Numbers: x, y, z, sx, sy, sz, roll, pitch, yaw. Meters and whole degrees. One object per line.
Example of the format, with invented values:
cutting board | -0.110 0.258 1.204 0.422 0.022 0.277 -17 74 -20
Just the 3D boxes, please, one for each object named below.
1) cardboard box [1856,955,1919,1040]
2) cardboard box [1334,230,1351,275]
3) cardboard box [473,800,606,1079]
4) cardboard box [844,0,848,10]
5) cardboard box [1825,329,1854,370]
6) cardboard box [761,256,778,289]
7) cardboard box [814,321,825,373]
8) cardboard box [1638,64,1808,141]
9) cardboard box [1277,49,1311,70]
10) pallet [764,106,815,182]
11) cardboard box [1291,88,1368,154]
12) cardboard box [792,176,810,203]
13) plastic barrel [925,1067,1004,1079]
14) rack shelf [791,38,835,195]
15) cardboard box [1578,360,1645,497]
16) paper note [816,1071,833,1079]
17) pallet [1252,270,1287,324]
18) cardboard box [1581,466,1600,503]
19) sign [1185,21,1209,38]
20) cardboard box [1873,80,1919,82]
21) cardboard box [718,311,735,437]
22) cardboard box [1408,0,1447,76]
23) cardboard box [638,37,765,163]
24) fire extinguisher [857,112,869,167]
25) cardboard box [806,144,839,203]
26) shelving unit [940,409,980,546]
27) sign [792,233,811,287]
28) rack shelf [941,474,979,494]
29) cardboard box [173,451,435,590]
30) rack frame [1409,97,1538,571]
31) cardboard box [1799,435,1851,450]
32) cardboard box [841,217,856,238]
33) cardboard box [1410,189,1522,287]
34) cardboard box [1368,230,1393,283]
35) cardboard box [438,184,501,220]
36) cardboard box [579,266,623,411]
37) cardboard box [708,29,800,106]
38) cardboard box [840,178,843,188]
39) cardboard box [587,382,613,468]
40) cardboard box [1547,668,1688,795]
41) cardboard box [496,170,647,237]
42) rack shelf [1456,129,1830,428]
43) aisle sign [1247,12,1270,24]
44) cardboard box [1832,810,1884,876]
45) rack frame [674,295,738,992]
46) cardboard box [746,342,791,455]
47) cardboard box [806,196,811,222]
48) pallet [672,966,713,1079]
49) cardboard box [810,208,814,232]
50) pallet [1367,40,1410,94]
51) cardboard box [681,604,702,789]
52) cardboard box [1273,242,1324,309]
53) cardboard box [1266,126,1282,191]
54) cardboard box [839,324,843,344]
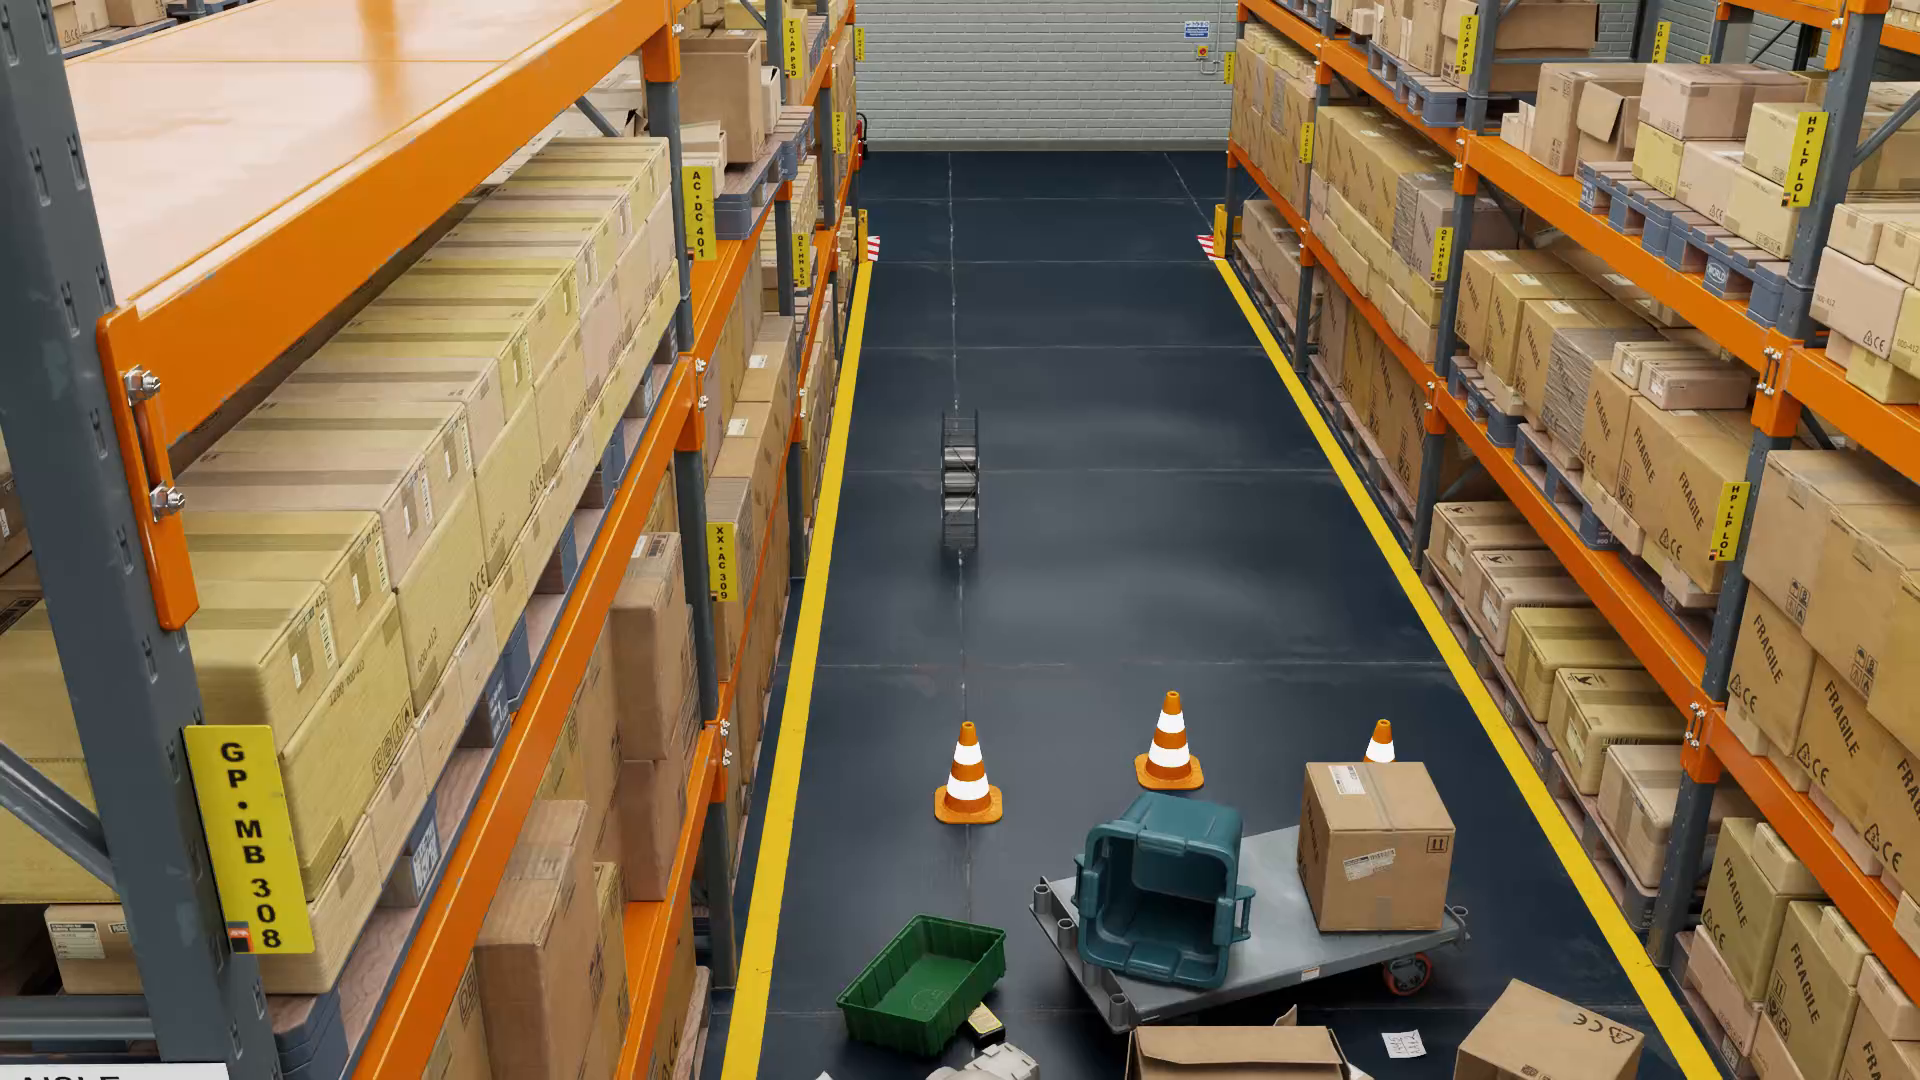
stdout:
cardboard box | 3.187 1.497 5.429 0.380 0.149 0.250 1 24 2
cardboard box | 3.146 -2.167 12.583 0.500 0.250 0.500 0 24 -1
cardboard box | -1.343 0.995 3.917 0.875 0.550 0.550 0 24 -1
cardboard box | -1.284 -4.905 14.997 0.500 0.250 0.500 1 24 2
cardboard box | 3.251 -0.667 5.750 0.380 0.149 0.250 -1 24 -1
cardboard box | -1.308 -1.671 10.378 0.380 0.149 0.250 0 24 0
cardboard box | -1.267 -1.437 12.401 0.500 0.250 0.500 -1 24 -3
cardboard box | 3.329 -1.922 7.285 0.500 0.250 0.500 0 24 0
cardboard box | 3.118 -4.393 15.200 0.380 0.149 0.250 0 24 -1
pallet | -1.437 -2.146 8.943 1.213 0.211 1.003 1 24 2
cardboard box | 3.127 -3.536 14.095 0.500 0.500 0.500 0 24 -1
cardboard box | -1.333 -2.636 12.512 0.380 0.149 0.250 0 24 -1
plastic barrel | 0.093 2.153 5.977 0.512 0.421 0.421 19 30 35
rack shelf | -1.519 -2.993 11.461 1.077 0.370 4.000 0 24 -1
cardboard box | 3.255 -0.524 7.778 0.500 0.500 0.500 1 24 1
paper note | -0.540 2.144 6.472 0.147 0.020 0.142 -19 31 -36
pallet | 3.462 -2.389 16.277 1.003 0.211 1.213 0 24 -1
cardboard box | 3.217 -0.254 7.966 0.380 0.149 0.250 0 24 -1
sign | 3.231 -6.962 22.675 0.327 0.218 0.001 0 24 -1
cardboard box | 8.621 -3.890 15.121 0.500 0.500 0.500 -1 24 -2
cardboard box | -1.481 -0.816 8.079 0.700 0.500 0.500 0 24 -1
cardboard box | 3.251 -3.205 10.425 0.700 0.500 0.500 -1 24 -3
cardboard box | -1.198 -2.064 7.782 0.500 0.500 0.500 0 24 -1
fire extinguisher | -1.125 -4.327 17.724 0.296 0.674 0.183 0 24 -1
cardboard box | -1.294 -3.165 14.125 0.500 0.500 0.500 -1 24 -2
shelving unit | 0.000 -0.413 11.072 0.258 0.900 0.210 0 24 -1
sign | -0.942 -1.661 9.878 0.100 0.325 0.005 0 24 -1
rack shelf | 0.000 -0.383 11.086 0.258 0.077 0.200 0 24 -1
cardboard box | -1.100 -0.034 2.751 0.380 0.149 0.250 -1 24 -1
rack frame | 3.452 -1.194 10.250 1.000 3.000 0.127 0 24 -1
cardboard box | 3.777 -0.113 6.867 0.500 0.500 0.500 0 24 1
cardboard box | -1.250 -3.163 16.832 0.380 0.149 0.250 -1 24 -2
cardboard box | 3.185 -1.907 10.492 0.500 0.500 0.500 -1 24 -2
cardboard box | 3.157 -1.974 11.550 0.500 0.250 0.500 -1 24 -2
cardboard box | -1.728 -0.950 5.260 0.500 0.250 0.500 0 24 0
cardboard box | -1.182 -0.536 4.346 0.500 0.250 0.500 0 24 -1
cardboard box | -1.237 -2.779 9.993 0.500 0.500 0.500 0 24 -1
cardboard box | -1.279 -3.324 15.265 0.380 0.149 0.250 1 24 2
cardboard box | -1.114 -0.297 4.301 0.380 0.149 0.250 0 24 -1
cardboard box | 3.476 0.948 8.193 0.950 0.372 0.625 1 24 3
cardboard box | -1.126 -0.977 4.837 0.380 0.149 0.250 0 24 -1
rack shelf | 3.474 -1.409 7.958 1.077 0.370 4.000 0 24 -1
aisle sign | 3.074 -5.703 17.065 0.394 0.787 0.004 0 24 -1
cardboard box | 3.234 1.015 5.670 0.380 0.149 0.250 0 24 1
rack frame | -1.453 0.518 6.464 1.000 3.000 0.127 0 24 -1
cardboard box | -1.219 -0.786 9.226 0.500 0.500 0.500 0 24 -1
cardboard box | -1.327 -2.504 12.581 0.380 0.149 0.250 -1 24 -2
pallet | -1.523 2.102 6.345 1.003 0.211 1.213 0 24 -1
cardboard box | -1.334 -2.483 12.894 0.380 0.149 0.250 0 24 -1
pallet | 3.377 -3.200 11.275 1.003 0.211 1.213 1 24 2
cardboard box | -1.437 0.602 6.097 0.875 0.550 0.550 0 24 -1
cardboard box | 3.498 -2.494 15.724 0.875 0.438 0.875 -1 24 -2
cardboard box | 3.116 -3.497 15.220 0.500 0.500 0.500 -1 24 -1
cardboard box | -1.223 -1.822 14.589 0.380 0.149 0.250 -1 24 -3
